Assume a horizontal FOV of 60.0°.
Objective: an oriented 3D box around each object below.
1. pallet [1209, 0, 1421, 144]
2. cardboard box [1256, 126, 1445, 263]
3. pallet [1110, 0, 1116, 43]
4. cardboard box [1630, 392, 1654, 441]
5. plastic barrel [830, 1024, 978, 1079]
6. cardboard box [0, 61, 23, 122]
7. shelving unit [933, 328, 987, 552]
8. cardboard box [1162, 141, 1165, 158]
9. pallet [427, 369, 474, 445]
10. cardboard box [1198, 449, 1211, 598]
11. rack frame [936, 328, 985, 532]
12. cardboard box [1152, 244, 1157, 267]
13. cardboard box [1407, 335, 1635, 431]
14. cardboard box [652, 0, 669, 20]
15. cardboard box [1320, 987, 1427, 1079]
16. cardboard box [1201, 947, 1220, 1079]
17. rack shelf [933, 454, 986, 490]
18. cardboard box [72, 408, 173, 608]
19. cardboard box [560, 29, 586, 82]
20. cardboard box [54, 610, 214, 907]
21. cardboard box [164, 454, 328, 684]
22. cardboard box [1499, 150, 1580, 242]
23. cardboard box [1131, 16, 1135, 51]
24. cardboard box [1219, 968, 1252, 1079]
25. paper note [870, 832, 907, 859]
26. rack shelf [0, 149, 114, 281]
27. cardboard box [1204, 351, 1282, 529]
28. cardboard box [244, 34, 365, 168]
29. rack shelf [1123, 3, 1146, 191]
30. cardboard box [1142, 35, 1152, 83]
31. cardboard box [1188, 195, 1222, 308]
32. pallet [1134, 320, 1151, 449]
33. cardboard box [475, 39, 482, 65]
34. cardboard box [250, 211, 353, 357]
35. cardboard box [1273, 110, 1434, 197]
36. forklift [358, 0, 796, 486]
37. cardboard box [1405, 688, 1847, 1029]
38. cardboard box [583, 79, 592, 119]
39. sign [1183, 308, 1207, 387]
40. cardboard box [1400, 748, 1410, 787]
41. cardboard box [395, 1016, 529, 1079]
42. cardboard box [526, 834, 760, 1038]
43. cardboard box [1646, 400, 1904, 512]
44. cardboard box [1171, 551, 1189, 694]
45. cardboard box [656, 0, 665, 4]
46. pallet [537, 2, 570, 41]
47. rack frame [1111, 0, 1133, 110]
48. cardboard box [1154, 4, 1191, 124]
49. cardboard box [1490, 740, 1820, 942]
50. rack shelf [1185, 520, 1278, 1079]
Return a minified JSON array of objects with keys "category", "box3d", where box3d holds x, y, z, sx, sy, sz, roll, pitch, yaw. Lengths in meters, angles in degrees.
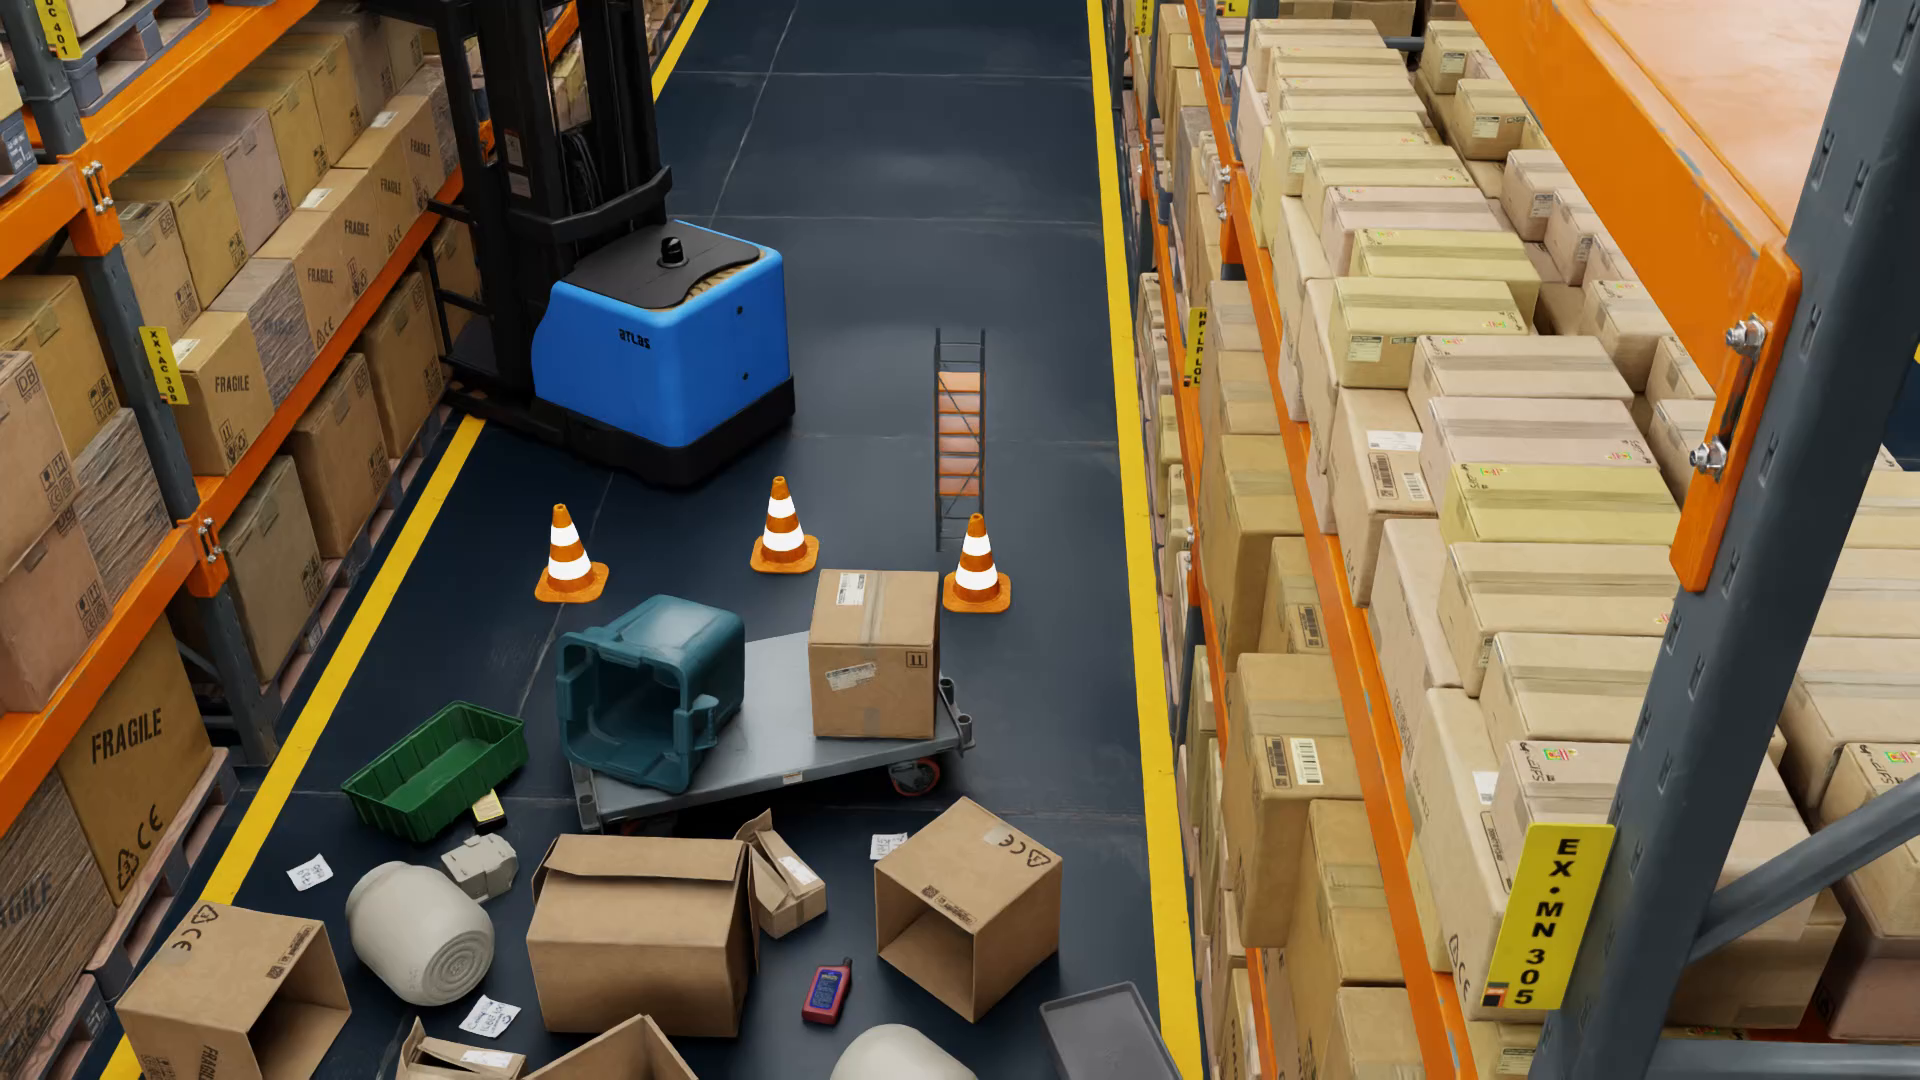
[{"category":"pallet","box3d":[1.565,-1.720,6.089,1.213,0.211,1.003,1,35,2]},{"category":"cardboard box","box3d":[1.131,-0.962,4.718,0.500,0.250,0.500,1,35,1]},{"category":"pallet","box3d":[1.910,-4.810,15.357,1.003,0.211,1.213,1,35,2]},{"category":"cardboard box","box3d":[1.585,-0.076,3.458,0.500,0.250,0.500,2,35,3]},{"category":"plastic barrel","box3d":[-0.157,1.913,5.605,0.512,0.421,0.421,28,44,33]},{"category":"cardboard box","box3d":[-3.212,-1.394,5.228,0.380,0.149,0.250,1,35,2]},{"category":"shelving unit","box3d":[-0.001,-0.483,8.339,0.258,1.200,0.189,1,35,2]},{"category":"cardboard box","box3d":[1.293,-2.084,8.906,0.380,0.149,0.250,-1,35,-1]},{"category":"pallet","box3d":[-3.463,-0.979,9.906,1.003,0.211,1.213,1,35,2]},{"category":"cardboard box","box3d":[1.137,-0.133,5.931,0.500,0.500,0.500,1,35,2]},{"category":"rack frame","box3d":[0.003,-0.535,8.414,0.240,1.200,0.006,1,35,2]},{"category":"cardboard box","box3d":[1.705,-2.213,10.718,0.875,0.875,0.875,1,35,1]},{"category":"cardboard box","box3d":[1.147,-0.300,3.430,0.380,0.149,0.250,0,35,1]},{"category":"cardboard box","box3d":[-2.848,-4.823,15.064,0.380,0.149,0.250,0,35,1]},{"category":"cardboard box","box3d":[1.075,1.211,3.149,0.700,0.500,0.500,1,35,1]},{"category":"cardboard box","box3d":[1.111,1.681,5.722,0.500,0.250,0.500,1,35,1]},{"category":"rack shelf","box3d":[-0.001,-0.348,8.433,0.258,0.103,0.180,1,35,2]},{"category":"cardboard box","box3d":[-3.519,-0.123,6.131,0.875,0.550,0.550,1,35,2]},{"category":"cardboard box","box3d":[-3.007,-3.597,12.361,0.500,0.250,0.500,3,35,4]},{"category":"cardboard box","box3d":[-3.612,0.784,6.454,0.875,0.875,0.875,2,35,3]},{"category":"cardboard box","box3d":[-3.582,0.116,7.513,1.050,0.750,0.750,1,35,2]},{"category":"cardboard box","box3d":[1.613,-0.882,4.258,0.380,0.149,0.250,1,35,1]},{"category":"cardboard box","box3d":[1.396,-3.333,10.960,0.500,0.250,0.500,1,35,1]},{"category":"cardboard box","box3d":[1.089,1.671,5.083,0.500,0.500,0.500,1,35,1]},{"category":"paper note","box3d":[-0.292,1.263,6.872,0.148,0.019,0.142,1,35,2]},{"category":"rack shelf","box3d":[-3.597,-0.057,4.185,1.077,0.370,4.000,1,35,2]},{"category":"cardboard box","box3d":[1.157,-0.248,5.225,0.700,0.500,0.500,2,35,2]},{"category":"cardboard box","box3d":[-3.421,-2.178,8.230,0.700,0.500,0.500,1,35,1]},{"category":"rack shelf","box3d":[1.675,-3.370,11.508,1.077,0.370,4.000,1,35,2]},{"category":"cardboard box","box3d":[1.360,-2.943,9.970,0.500,0.250,0.500,1,35,2]},{"category":"cardboard box","box3d":[1.241,-1.107,6.952,0.500,0.500,0.500,2,35,2]},{"category":"pallet","box3d":[1.561,-0.925,9.829,1.003,0.211,1.213,1,35,2]},{"category":"cardboard box","box3d":[-3.125,-3.047,10.276,0.380,0.149,0.250,3,35,4]},{"category":"cardboard box","box3d":[-3.184,-1.188,7.690,0.500,0.500,0.500,1,35,2]},{"category":"cardboard box","box3d":[1.057,-1.043,4.487,0.380,0.149,0.250,1,35,2]},{"category":"forklift","box3d":[-2.465,-2.137,9.188,3.031,2.935,1.130,21,40,27]},{"category":"cardboard box","box3d":[1.024,0.493,2.648,0.500,0.250,0.500,1,35,1]},{"category":"cardboard box","box3d":[-2.994,-3.293,12.581,0.500,0.500,0.500,1,35,1]},{"category":"sign","box3d":[0.879,-0.702,6.078,0.100,0.325,0.005,1,35,2]},{"category":"cardboard box","box3d":[1.030,0.449,3.057,0.380,0.149,0.250,2,35,3]},{"category":"cardboard box","box3d":[-1.745,1.875,5.796,0.396,0.266,0.258,7,36,10]},{"category":"cardboard box","box3d":[-1.157,1.442,6.089,0.797,0.637,0.503,1,35,2]},{"category":"cardboard box","box3d":[1.556,-0.144,3.208,0.380,0.149,0.250,1,35,2]},{"category":"cardboard box","box3d":[1.452,0.385,7.460,0.950,0.372,0.625,2,35,2]},{"category":"cardboard box","box3d":[-2.845,-4.942,14.974,0.380,0.149,0.250,1,35,2]},{"category":"pallet","box3d":[-3.317,-3.631,11.421,1.003,0.211,1.213,1,35,2]},{"category":"rack frame","box3d":[1.755,-4.813,12.936,1.000,3.000,0.127,1,35,2]},{"category":"cardboard box","box3d":[1.345,-2.597,9.071,0.500,0.500,0.500,0,35,1]},{"category":"cardboard box","box3d":[0.991,0.429,2.393,0.380,0.149,0.250,2,35,2]},{"category":"rack shelf","box3d":[1.353,1.226,4.968,1.077,0.370,4.000,1,35,2]}]
